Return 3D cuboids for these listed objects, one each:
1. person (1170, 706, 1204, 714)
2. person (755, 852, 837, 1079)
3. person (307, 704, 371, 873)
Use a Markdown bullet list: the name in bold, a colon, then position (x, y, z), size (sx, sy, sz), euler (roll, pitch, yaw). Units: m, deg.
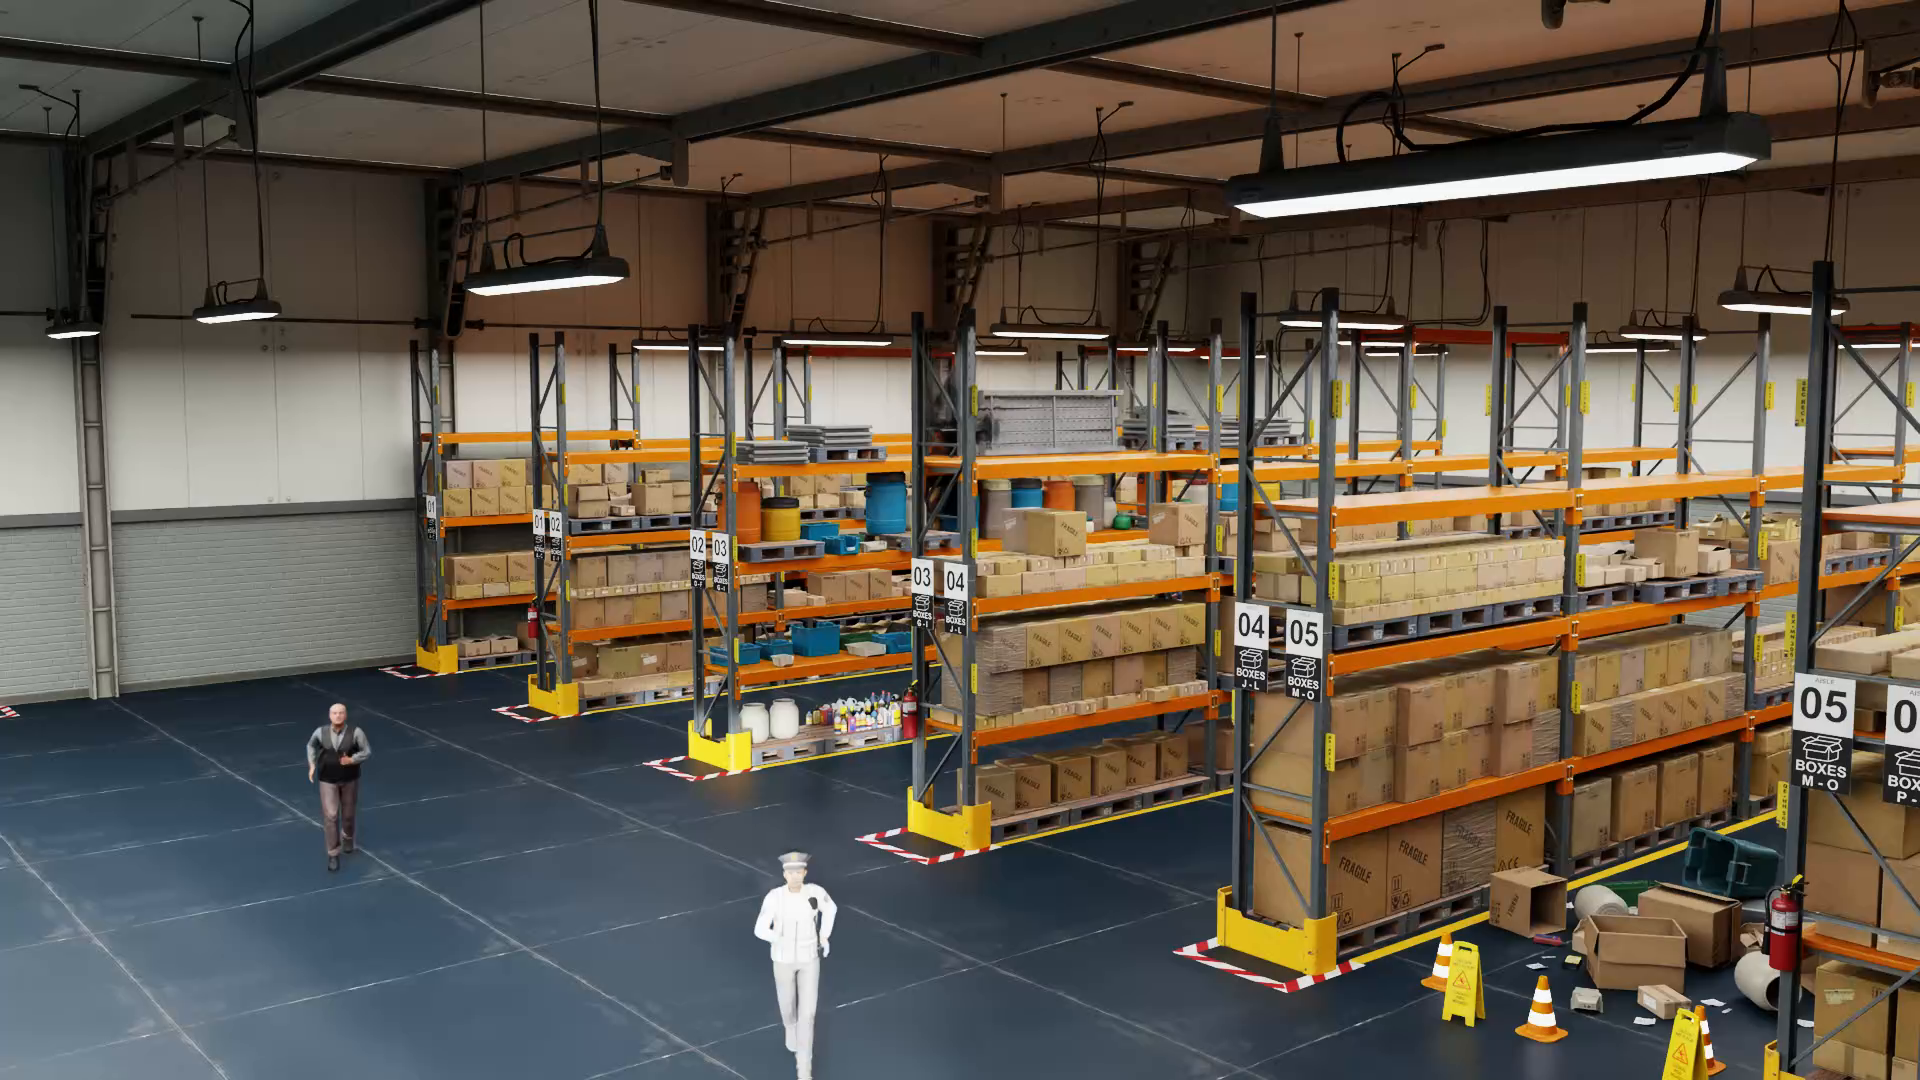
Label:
- **person**: position (3.381, 1.718, 24.813), size (0.667, 1.756, 0.717), euler (5, 7, 45)
- **person**: position (-1.223, 3.150, 12.434), size (0.612, 1.701, 0.920), euler (-1, 5, -5)
- **person**: position (-6.701, 2.622, 17.977), size (0.657, 1.733, 0.879), euler (-2, 6, -20)
